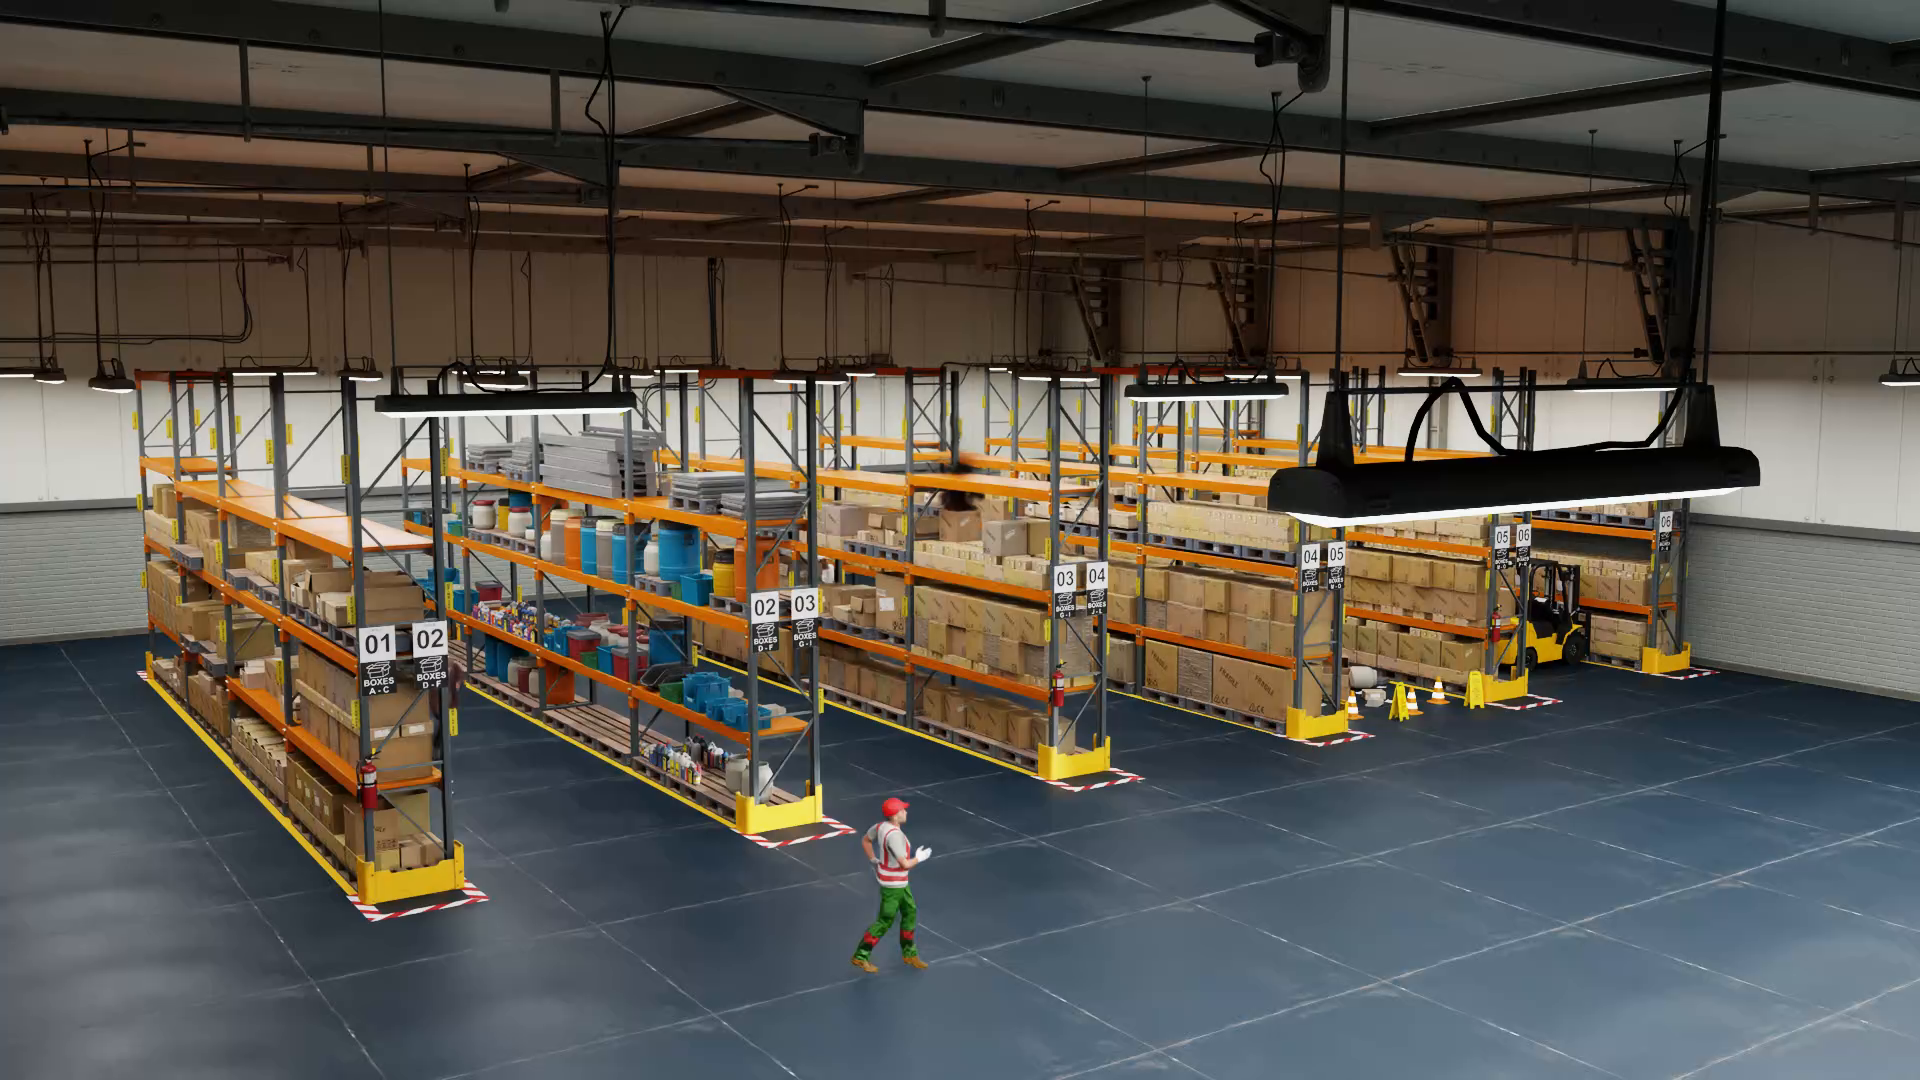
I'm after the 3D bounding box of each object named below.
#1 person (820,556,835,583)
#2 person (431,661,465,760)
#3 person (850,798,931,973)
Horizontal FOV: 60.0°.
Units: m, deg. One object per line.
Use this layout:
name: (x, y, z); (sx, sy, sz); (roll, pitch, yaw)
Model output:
person: (-3.046, 1.206, 37.623); (0.695, 1.825, 0.916); (-3, 7, -23)
person: (-8.008, 2.542, 25.848); (0.733, 1.782, 0.683); (6, 9, 44)
person: (-0.707, 3.527, 16.896); (0.836, 1.846, 0.661); (-1, 7, -10)
